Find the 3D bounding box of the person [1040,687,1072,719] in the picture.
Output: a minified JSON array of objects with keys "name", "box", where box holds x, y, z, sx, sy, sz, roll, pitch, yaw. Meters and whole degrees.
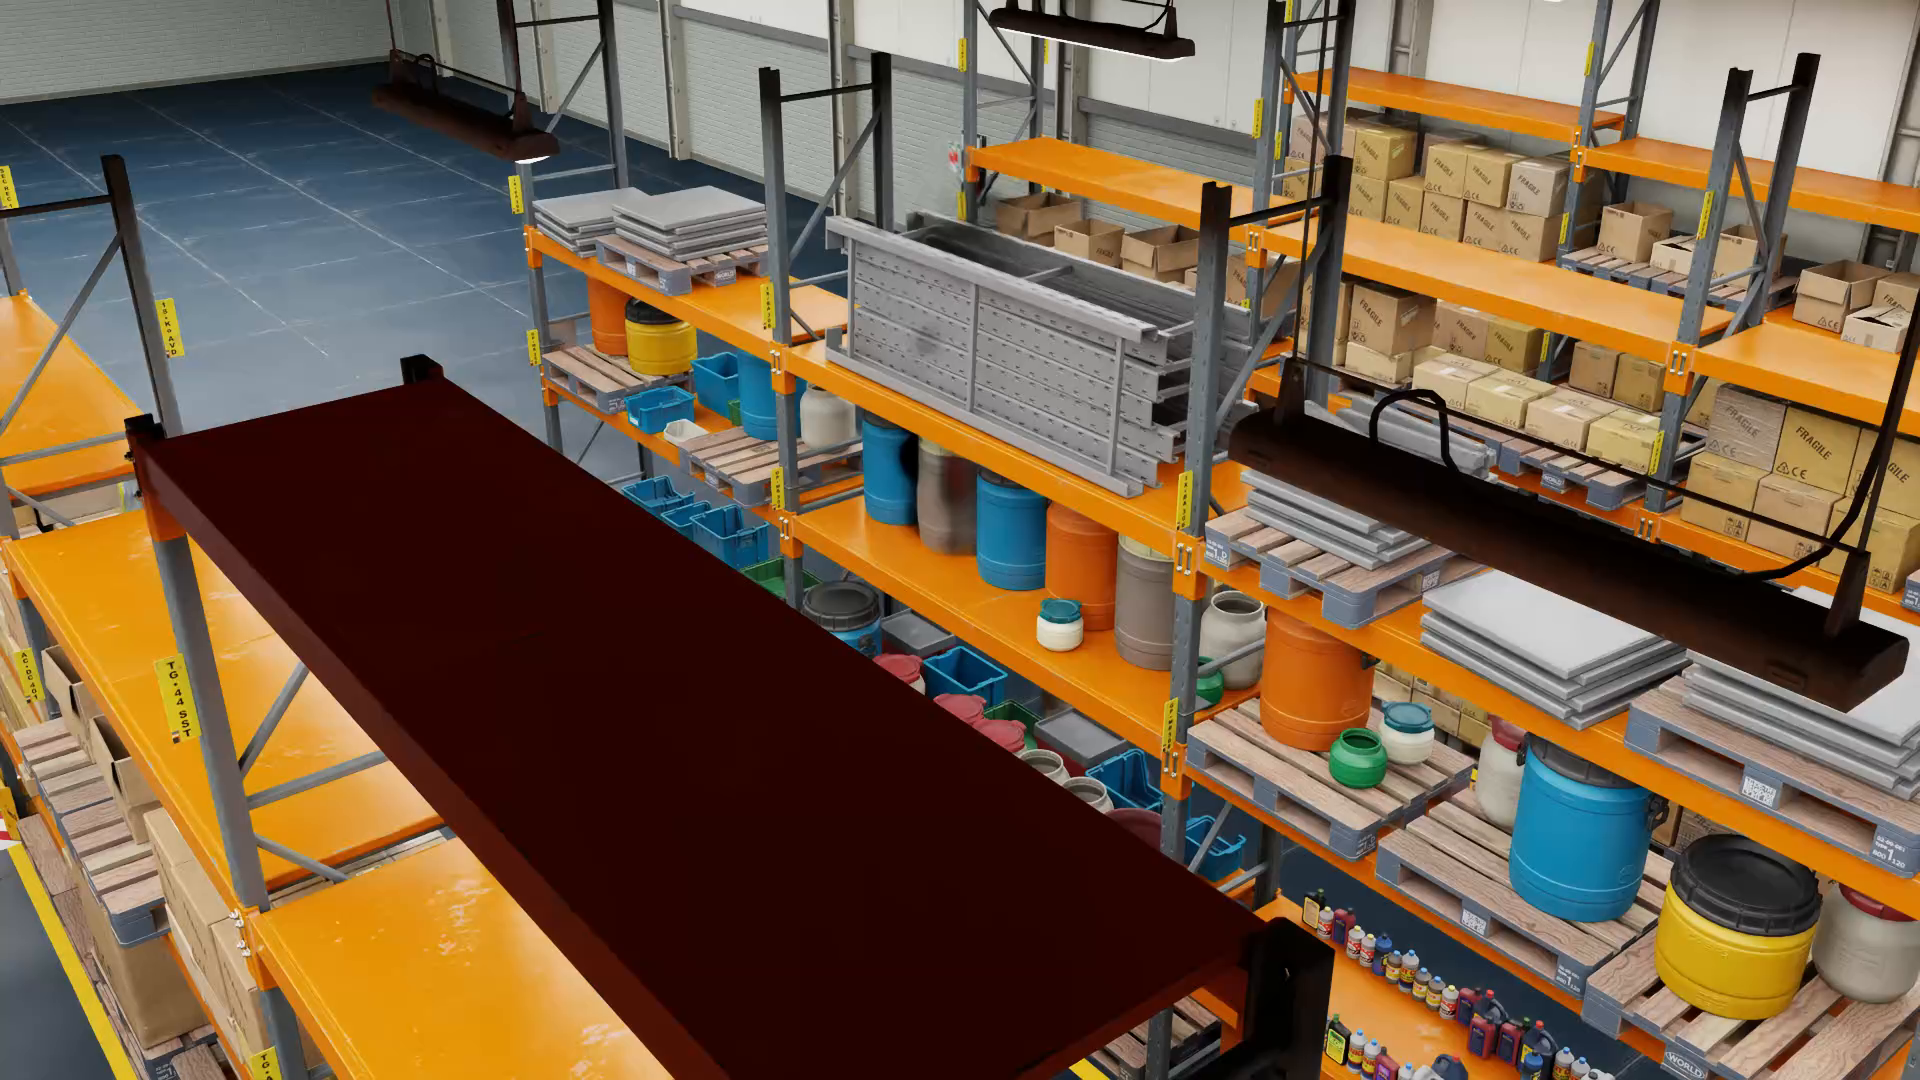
[{"name":"person","box":[0.852,1.179,13.930,0.650,1.734,0.934,-19,32,-34]}]
